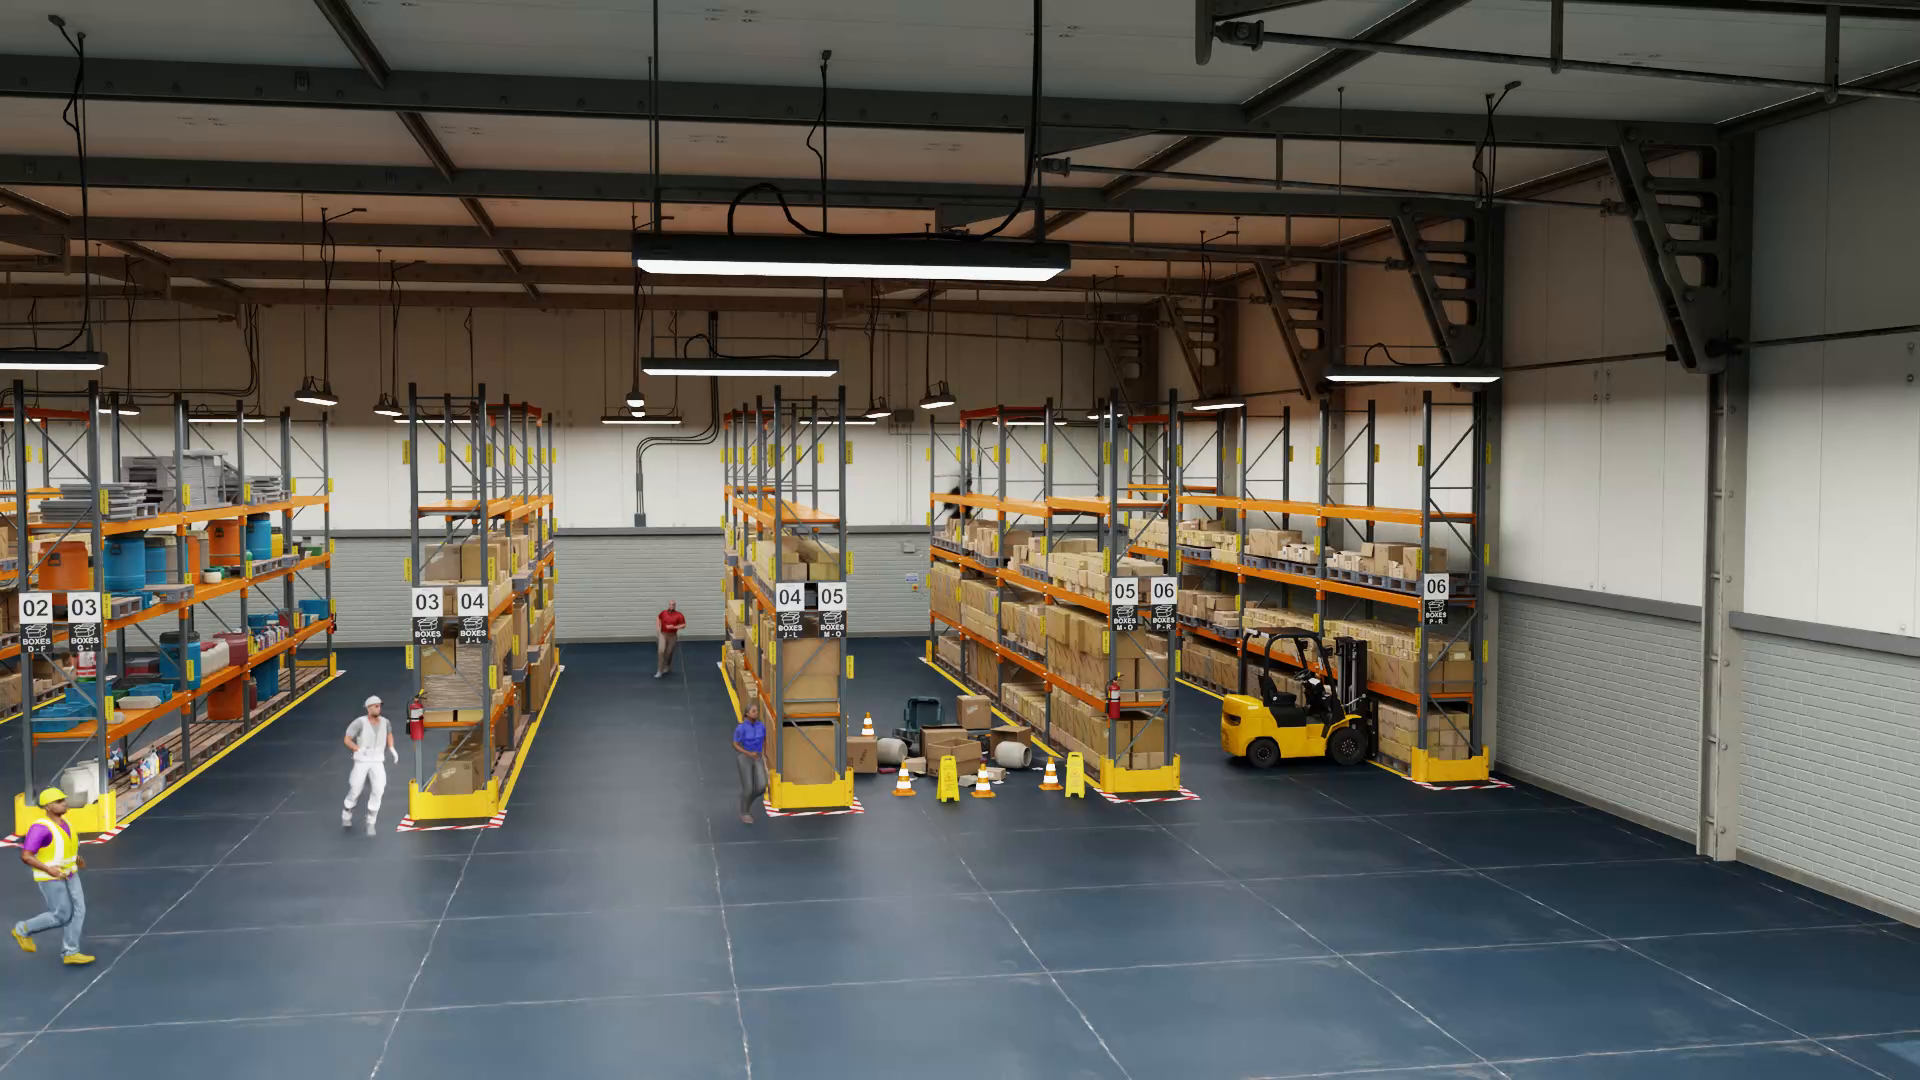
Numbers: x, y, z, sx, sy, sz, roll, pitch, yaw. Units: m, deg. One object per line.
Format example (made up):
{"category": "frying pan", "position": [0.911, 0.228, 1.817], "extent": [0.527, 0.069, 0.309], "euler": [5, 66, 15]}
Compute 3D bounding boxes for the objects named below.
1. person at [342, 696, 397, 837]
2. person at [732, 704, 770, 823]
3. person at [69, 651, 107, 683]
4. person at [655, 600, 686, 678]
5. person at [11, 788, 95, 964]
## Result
{"category": "person", "position": [-7.853, 2.991, 22.179], "extent": [0.730, 1.812, 0.732], "euler": [-2, 4, -40]}
{"category": "person", "position": [-2.806, 3.055, 22.745], "extent": [0.623, 1.624, 0.507], "euler": [-2, 4, -37]}
{"category": "person", "position": [-16.001, 2.547, 30.525], "extent": [0.649, 1.837, 0.835], "euler": [-1, 3, -23]}
{"category": "person", "position": [-6.582, 2.246, 37.868], "extent": [0.679, 1.749, 0.870], "euler": [0, 3, -2]}
{"category": "person", "position": [-8.902, 3.302, 16.346], "extent": [0.782, 1.733, 0.718], "euler": [0, 3, 3]}
